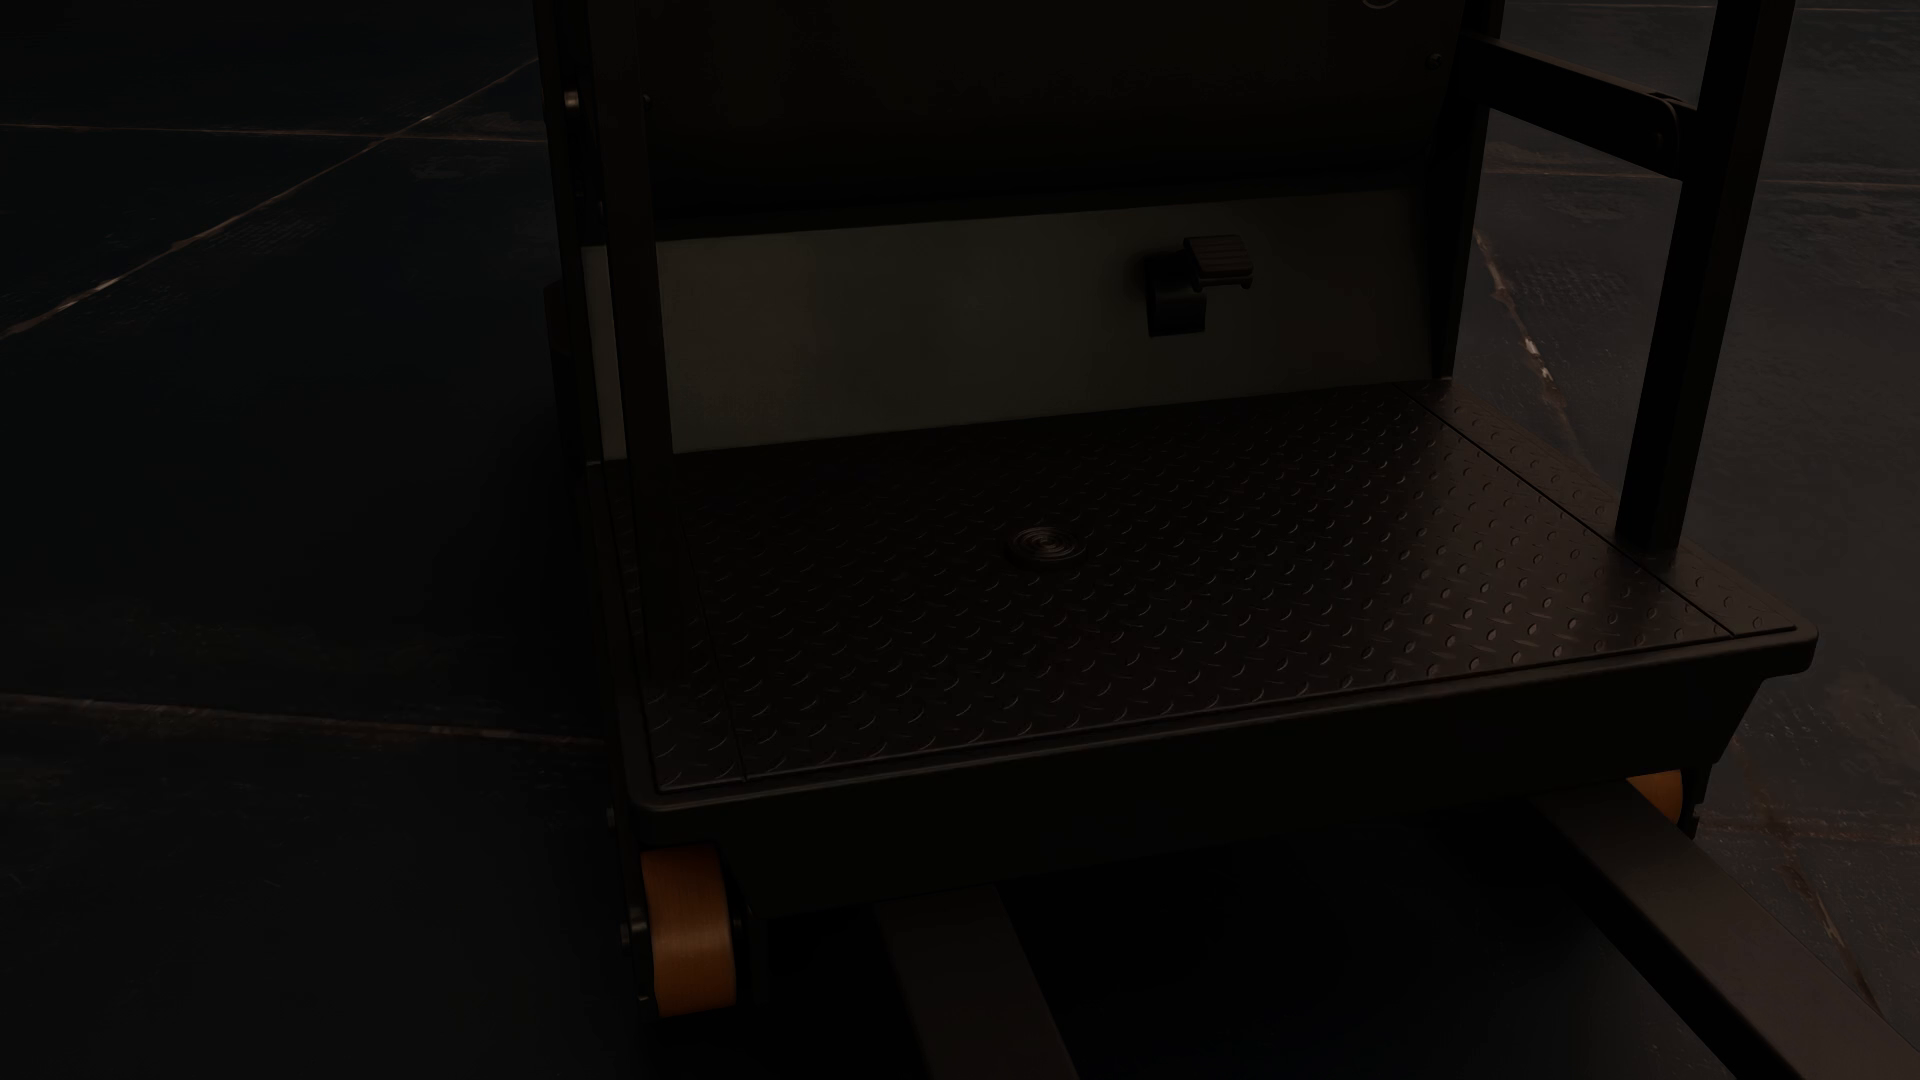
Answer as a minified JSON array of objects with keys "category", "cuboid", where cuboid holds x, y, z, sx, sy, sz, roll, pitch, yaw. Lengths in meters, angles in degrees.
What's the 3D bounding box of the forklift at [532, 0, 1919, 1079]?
[{"category":"forklift","cuboid":[0.153,-1.049,1.319,1.130,2.935,3.031,-7,27,-13]}]
